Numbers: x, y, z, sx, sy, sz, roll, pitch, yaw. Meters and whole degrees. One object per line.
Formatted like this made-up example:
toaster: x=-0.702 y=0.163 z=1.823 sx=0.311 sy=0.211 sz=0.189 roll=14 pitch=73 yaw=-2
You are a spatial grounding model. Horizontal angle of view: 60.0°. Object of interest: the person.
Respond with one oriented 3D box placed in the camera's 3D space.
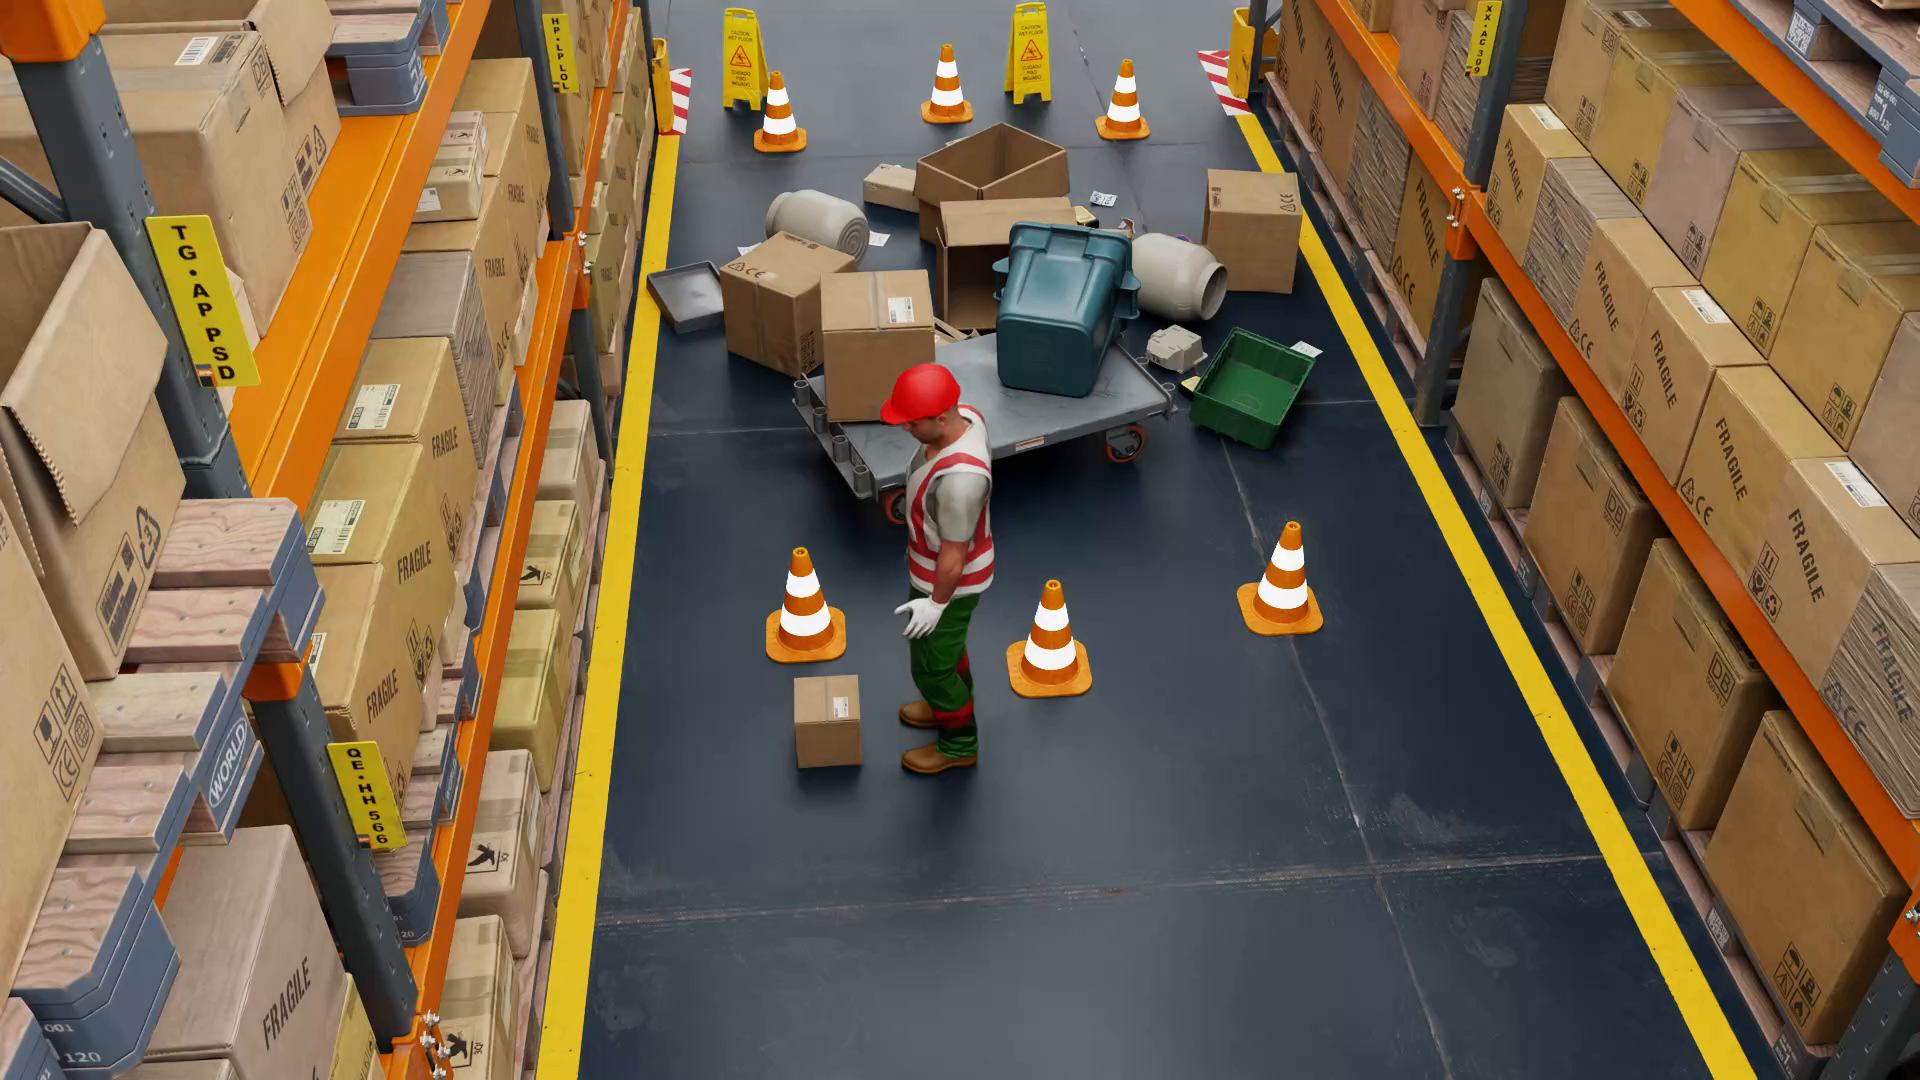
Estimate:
person: x=-0.163 y=0.375 z=6.184 sx=0.857 sy=1.144 sz=0.578 roll=-3 pitch=39 yaw=-4
